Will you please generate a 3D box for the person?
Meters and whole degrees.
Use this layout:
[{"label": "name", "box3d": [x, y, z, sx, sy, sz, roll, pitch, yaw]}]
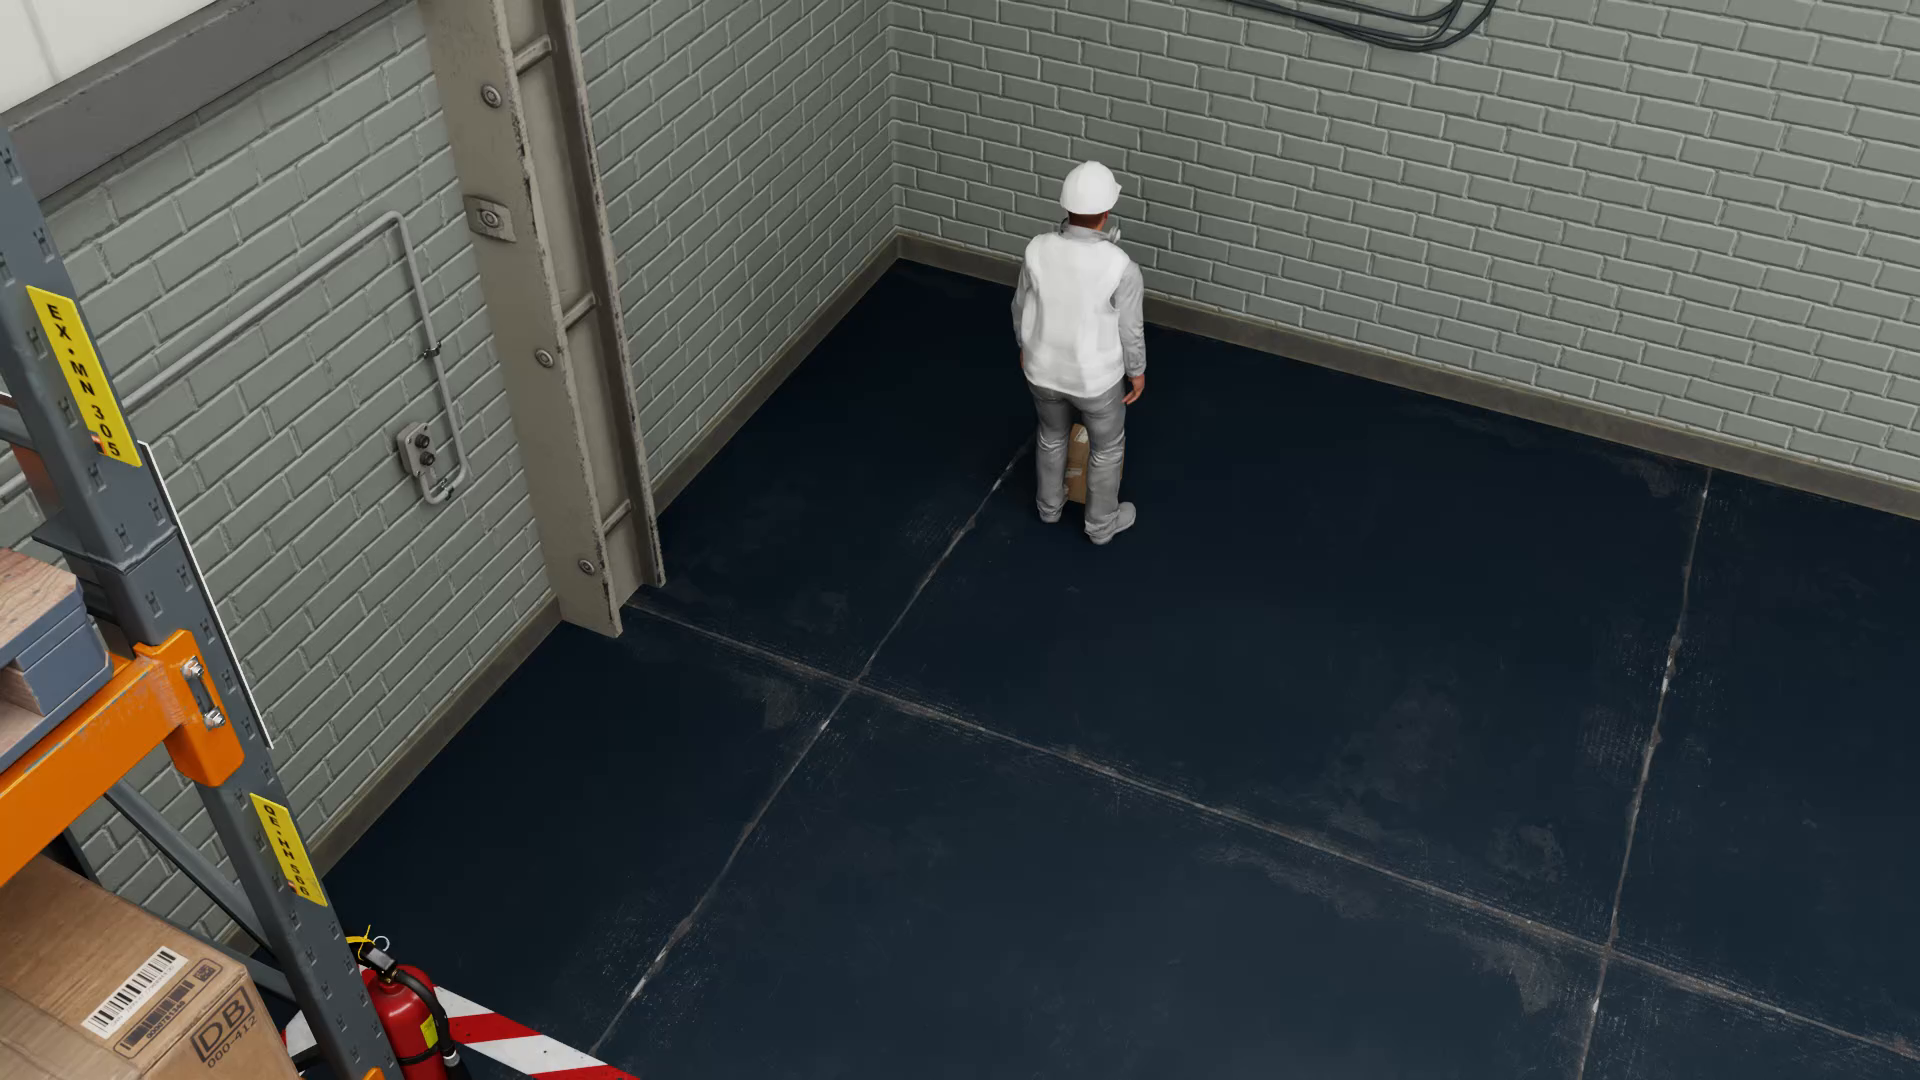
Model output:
[{"label": "person", "box3d": [0.498, -0.749, 6.979, 0.580, 1.771, 0.464, 18, 45, 19]}]
